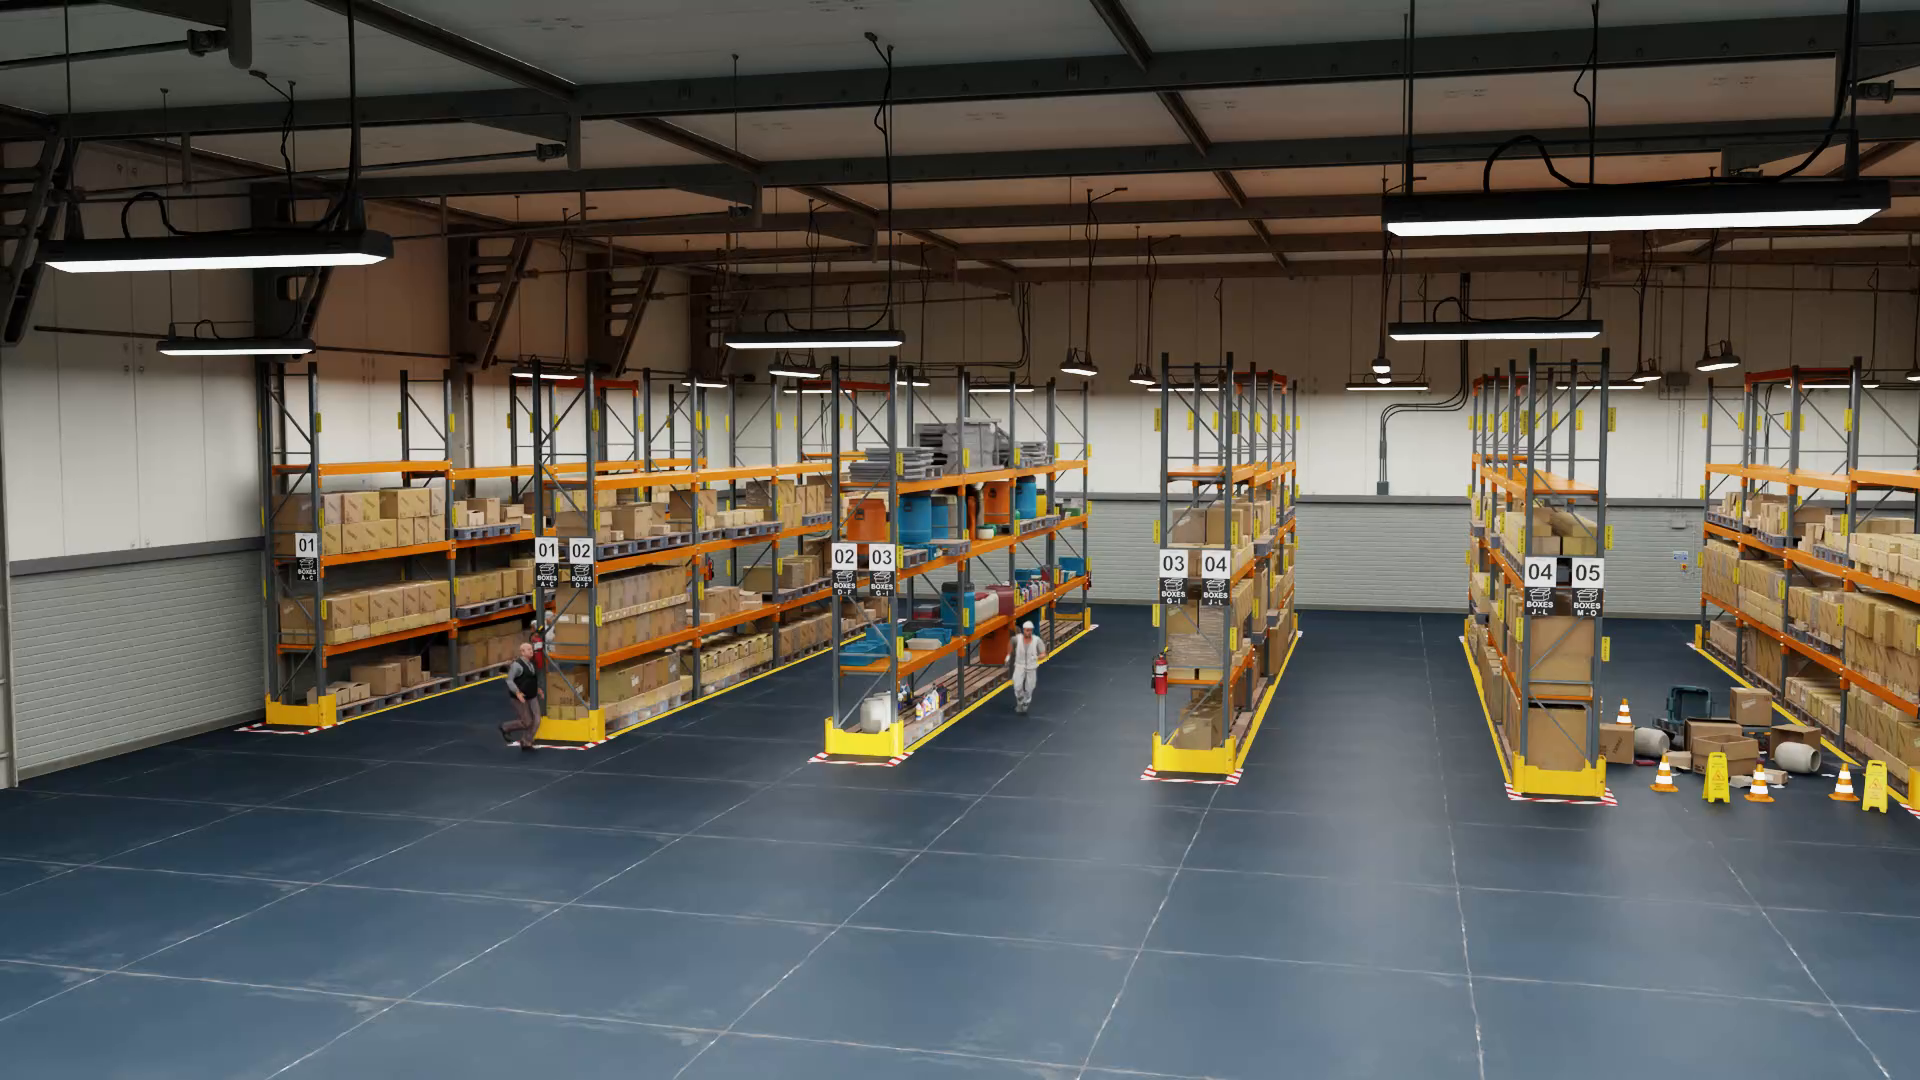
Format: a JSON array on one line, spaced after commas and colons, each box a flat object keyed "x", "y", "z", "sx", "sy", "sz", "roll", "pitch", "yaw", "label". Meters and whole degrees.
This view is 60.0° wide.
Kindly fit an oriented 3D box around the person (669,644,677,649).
[{"x": -6.198, "y": 1.672, "z": 35.606, "sx": 0.524, "sy": 1.715, "sz": 0.848, "roll": 1, "pitch": 4, "yaw": 11, "label": "person"}]

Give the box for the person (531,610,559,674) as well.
[{"x": -7.634, "y": 2.079, "z": 30.902, "sx": 0.655, "sy": 1.624, "sz": 1.006, "roll": 0, "pitch": 4, "yaw": -7, "label": "person"}]

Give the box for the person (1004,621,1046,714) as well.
[{"x": 1.105, "y": 2.173, "z": 28.250, "sx": 0.701, "sy": 1.648, "sz": 0.956, "roll": 0, "pitch": 4, "yaw": 0, "label": "person"}]

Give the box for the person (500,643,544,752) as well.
[{"x": -6.688, "y": 2.394, "z": 25.339, "sx": 0.638, "sy": 1.666, "sz": 0.647, "roll": 2, "pitch": 5, "yaw": 29, "label": "person"}]
